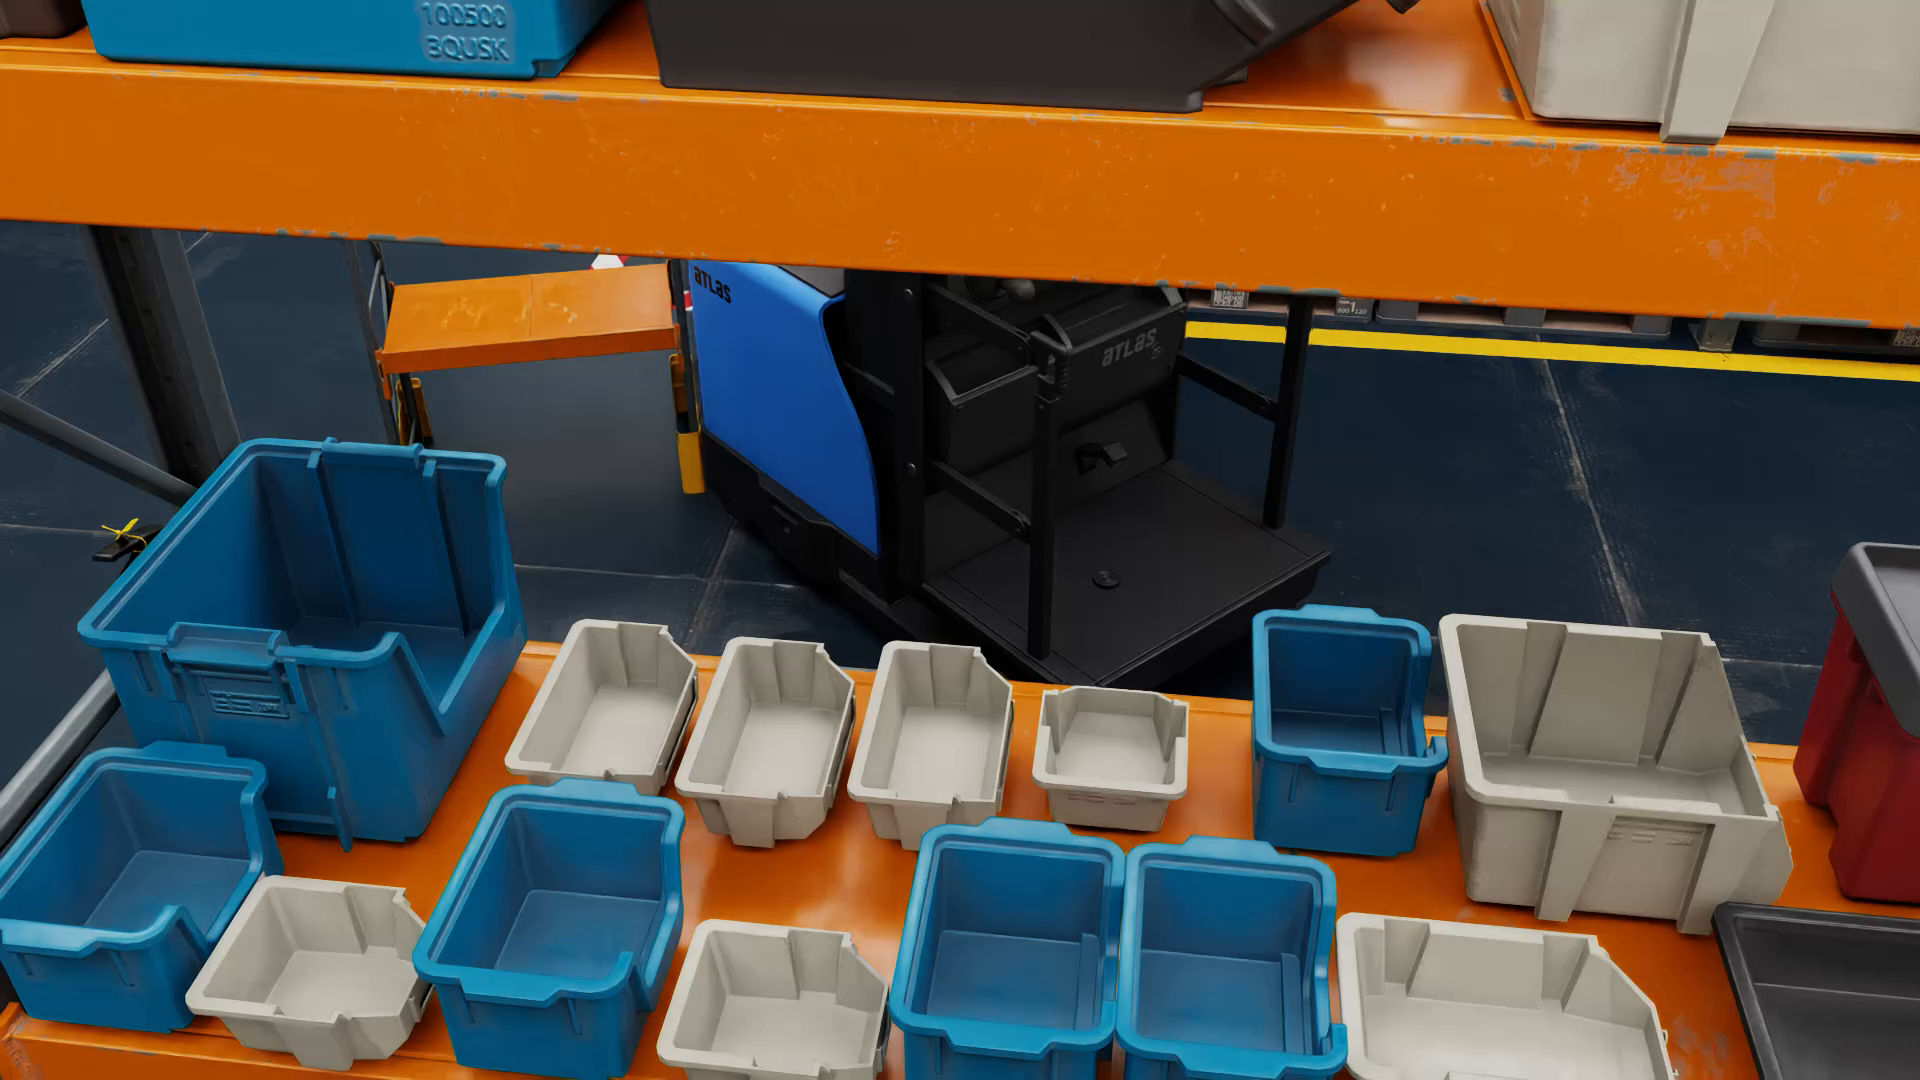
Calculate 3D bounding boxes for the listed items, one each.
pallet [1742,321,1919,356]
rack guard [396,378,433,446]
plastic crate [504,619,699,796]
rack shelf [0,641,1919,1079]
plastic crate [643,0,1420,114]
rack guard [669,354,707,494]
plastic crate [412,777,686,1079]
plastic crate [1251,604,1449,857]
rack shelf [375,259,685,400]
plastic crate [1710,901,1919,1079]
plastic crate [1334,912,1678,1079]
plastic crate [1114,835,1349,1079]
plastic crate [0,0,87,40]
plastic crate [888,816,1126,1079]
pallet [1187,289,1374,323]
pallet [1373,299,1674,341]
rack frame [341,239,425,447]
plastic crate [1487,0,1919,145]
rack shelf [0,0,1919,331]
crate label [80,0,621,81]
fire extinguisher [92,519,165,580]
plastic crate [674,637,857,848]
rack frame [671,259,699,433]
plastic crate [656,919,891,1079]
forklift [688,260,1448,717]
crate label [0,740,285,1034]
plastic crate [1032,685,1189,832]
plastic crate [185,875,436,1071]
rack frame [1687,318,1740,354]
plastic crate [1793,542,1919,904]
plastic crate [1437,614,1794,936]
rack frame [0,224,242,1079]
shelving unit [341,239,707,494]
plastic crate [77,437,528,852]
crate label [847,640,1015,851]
[{"bbox_3d":[3.938,-1.128,7.148,1.213,0.211,1.003,4,36,6],"label":"pallet"},{"bbox_3d":[-1.985,-0.328,5.995,0.087,0.250,0.587,-6,36,-9],"label":"rack guard"},{"bbox_3d":[-0.604,0.320,2.894,0.243,0.136,0.396,4,36,6],"label":"plastic crate"},{"bbox_3d":[0.548,0.722,2.775,4.000,0.370,1.077,4,36,6],"label":"rack shelf"},{"bbox_3d":[0.045,-0.643,1.540,0.767,0.338,0.504,4,36,6],"label":"plastic crate"},{"bbox_3d":[-1.007,-0.437,6.147,0.087,0.250,0.587,-6,36,-9],"label":"rack guard"},{"bbox_3d":[-0.580,0.582,2.445,0.300,0.233,0.416,4,36,6],"label":"plastic crate"},{"bbox_3d":[0.634,0.329,2.799,0.300,0.233,0.416,4,36,6],"label":"plastic crate"},{"bbox_3d":[-1.487,-0.746,5.814,1.000,0.185,0.538,-6,36,-9],"label":"rack shelf"},{"bbox_3d":[1.387,0.737,2.320,0.590,0.125,0.437,4,36,6],"label":"plastic crate"},{"bbox_3d":[0.766,0.705,2.356,0.466,0.136,0.293,4,36,6],"label":"plastic crate"},{"bbox_3d":[0.371,0.653,2.346,0.300,0.233,0.416,4,36,6],"label":"plastic crate"},{"bbox_3d":[-1.089,-0.697,1.675,0.590,0.269,0.497,4,36,6],"label":"plastic crate"},{"bbox_3d":[0.073,0.631,2.377,0.300,0.233,0.416,4,36,6],"label":"plastic crate"},{"bbox_3d":[1.205,-1.331,7.434,1.213,0.211,1.003,4,36,6],"label":"pallet"},{"bbox_3d":[2.418,-1.243,7.309,1.213,0.211,1.003,4,36,6],"label":"pallet"},{"bbox_3d":[-1.986,-0.837,5.632,0.032,1.500,0.500,-6,36,-9],"label":"rack frame"},{"bbox_3d":[0.723,-0.549,1.457,0.530,0.282,0.437,4,36,6],"label":"plastic crate"},{"bbox_3d":[0.548,-0.499,1.904,4.000,0.370,1.077,4,36,6],"label":"rack shelf"},{"bbox_3d":[-0.562,-0.624,1.589,0.502,0.251,0.408,4,36,6],"label":"crate label"},{"bbox_3d":[-1.527,0.192,3.287,0.183,0.674,0.296,4,36,6],"label":"fire extinguisher"},{"bbox_3d":[-0.318,0.350,2.852,0.243,0.136,0.396,4,36,6],"label":"plastic crate"},{"bbox_3d":[-0.988,-0.948,5.787,0.032,1.500,0.500,-6,36,-9],"label":"rack frame"},{"bbox_3d":[-0.252,0.694,2.371,0.298,0.136,0.250,4,36,6],"label":"plastic crate"},{"bbox_3d":[0.427,-0.880,4.460,1.130,2.935,3.031,-26,43,-32],"label":"forklift"},{"bbox_3d":[-1.233,0.533,2.513,0.303,0.233,0.416,4,36,6],"label":"crate label"},{"bbox_3d":[0.257,0.368,2.828,0.250,0.136,0.298,4,36,6],"label":"plastic crate"},{"bbox_3d":[-0.925,0.644,2.441,0.298,0.136,0.250,4,36,6],"label":"plastic crate"},{"bbox_3d":[3.163,-2.276,6.357,0.127,3.000,1.000,4,36,6],"label":"rack frame"},{"bbox_3d":[1.678,0.316,2.618,0.583,0.464,0.402,4,36,6],"label":"plastic crate"},{"bbox_3d":[1.041,0.382,2.683,0.530,0.282,0.437,4,36,6],"label":"plastic crate"},{"bbox_3d":[-1.436,0.282,2.773,0.127,3.000,1.000,4,36,6],"label":"rack frame"},{"bbox_3d":[-1.496,-0.891,5.708,1.083,1.500,0.587,-6,36,-9],"label":"shelving unit"},{"bbox_3d":[-1.080,0.160,2.862,0.499,0.435,0.616,4,36,6],"label":"plastic crate"},{"bbox_3d":[-0.039,0.357,2.843,0.243,0.136,0.396,4,36,6],"label":"crate label"}]
